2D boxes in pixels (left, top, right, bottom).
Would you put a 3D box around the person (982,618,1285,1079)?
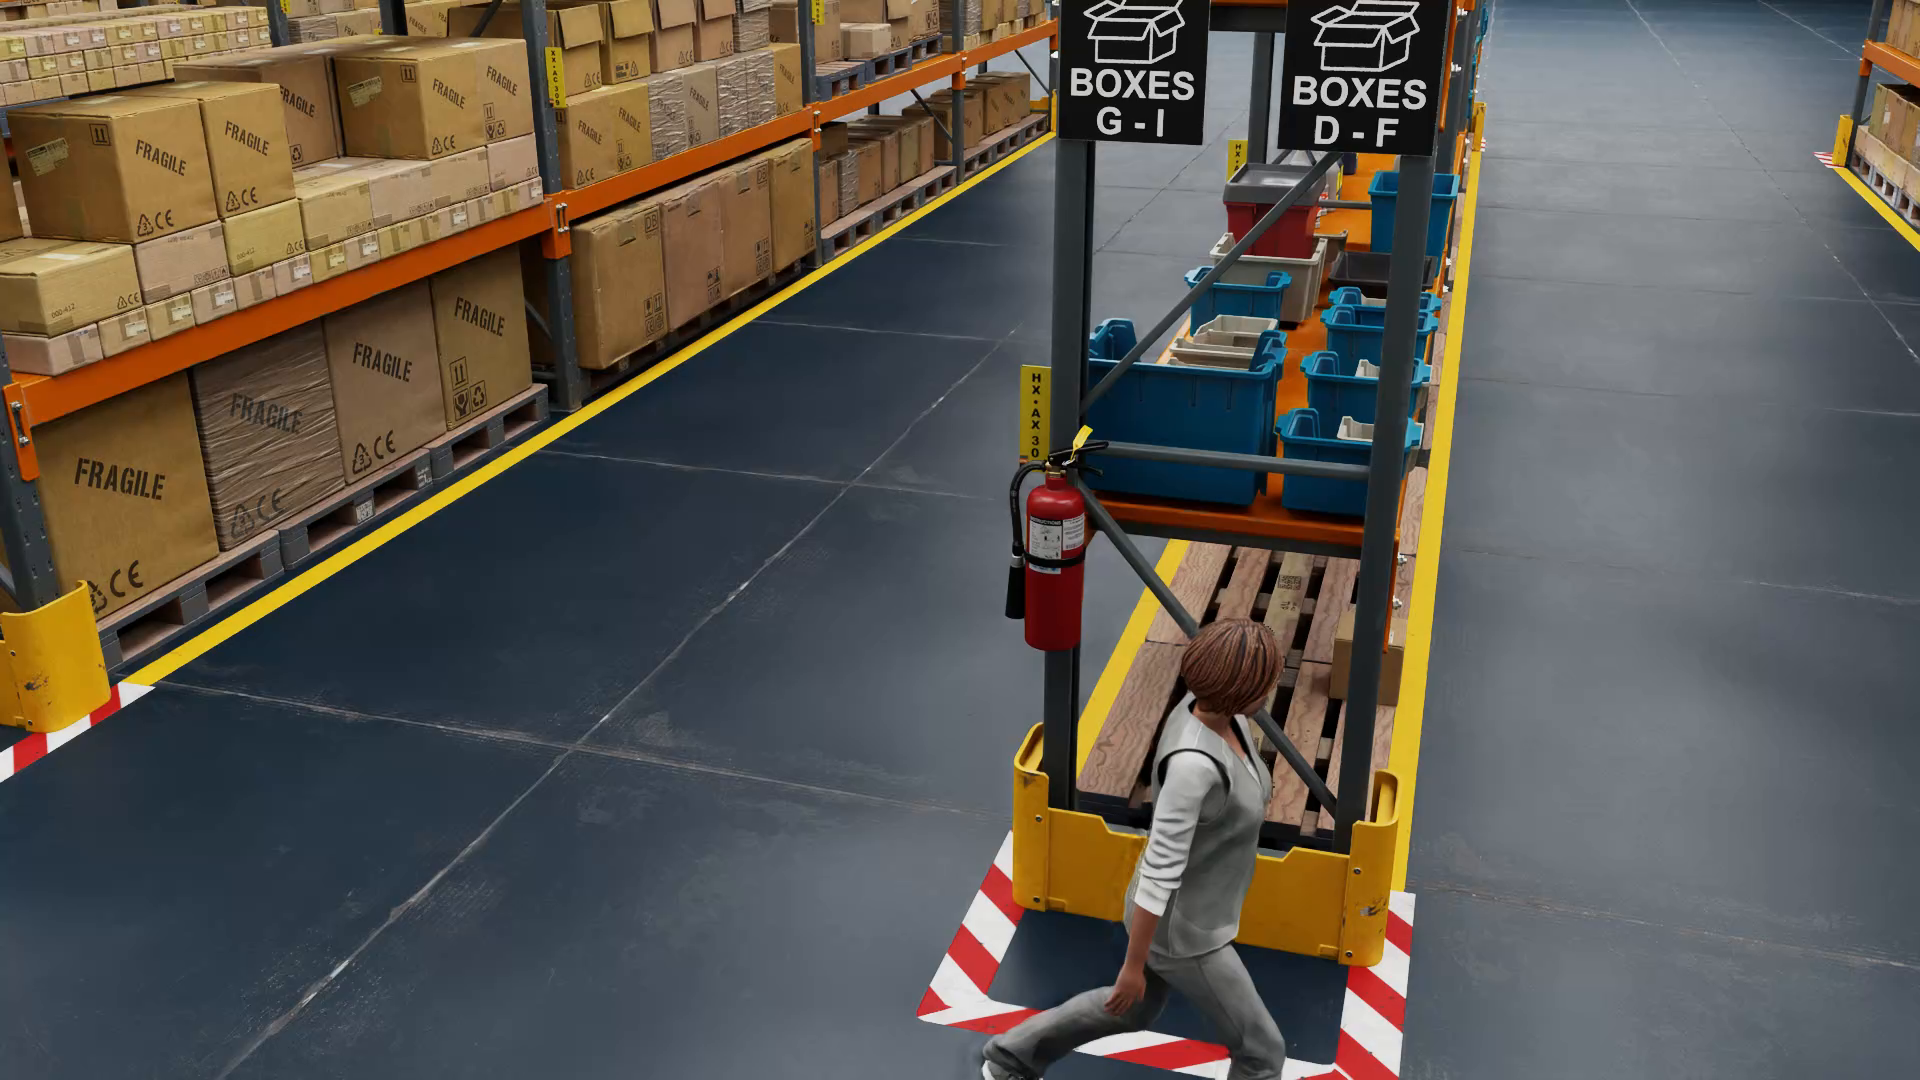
[{"bbox_3d":[0.521,0.896,3.953,0.999,1.529,0.508,5,23,12],"label":"person"}]
